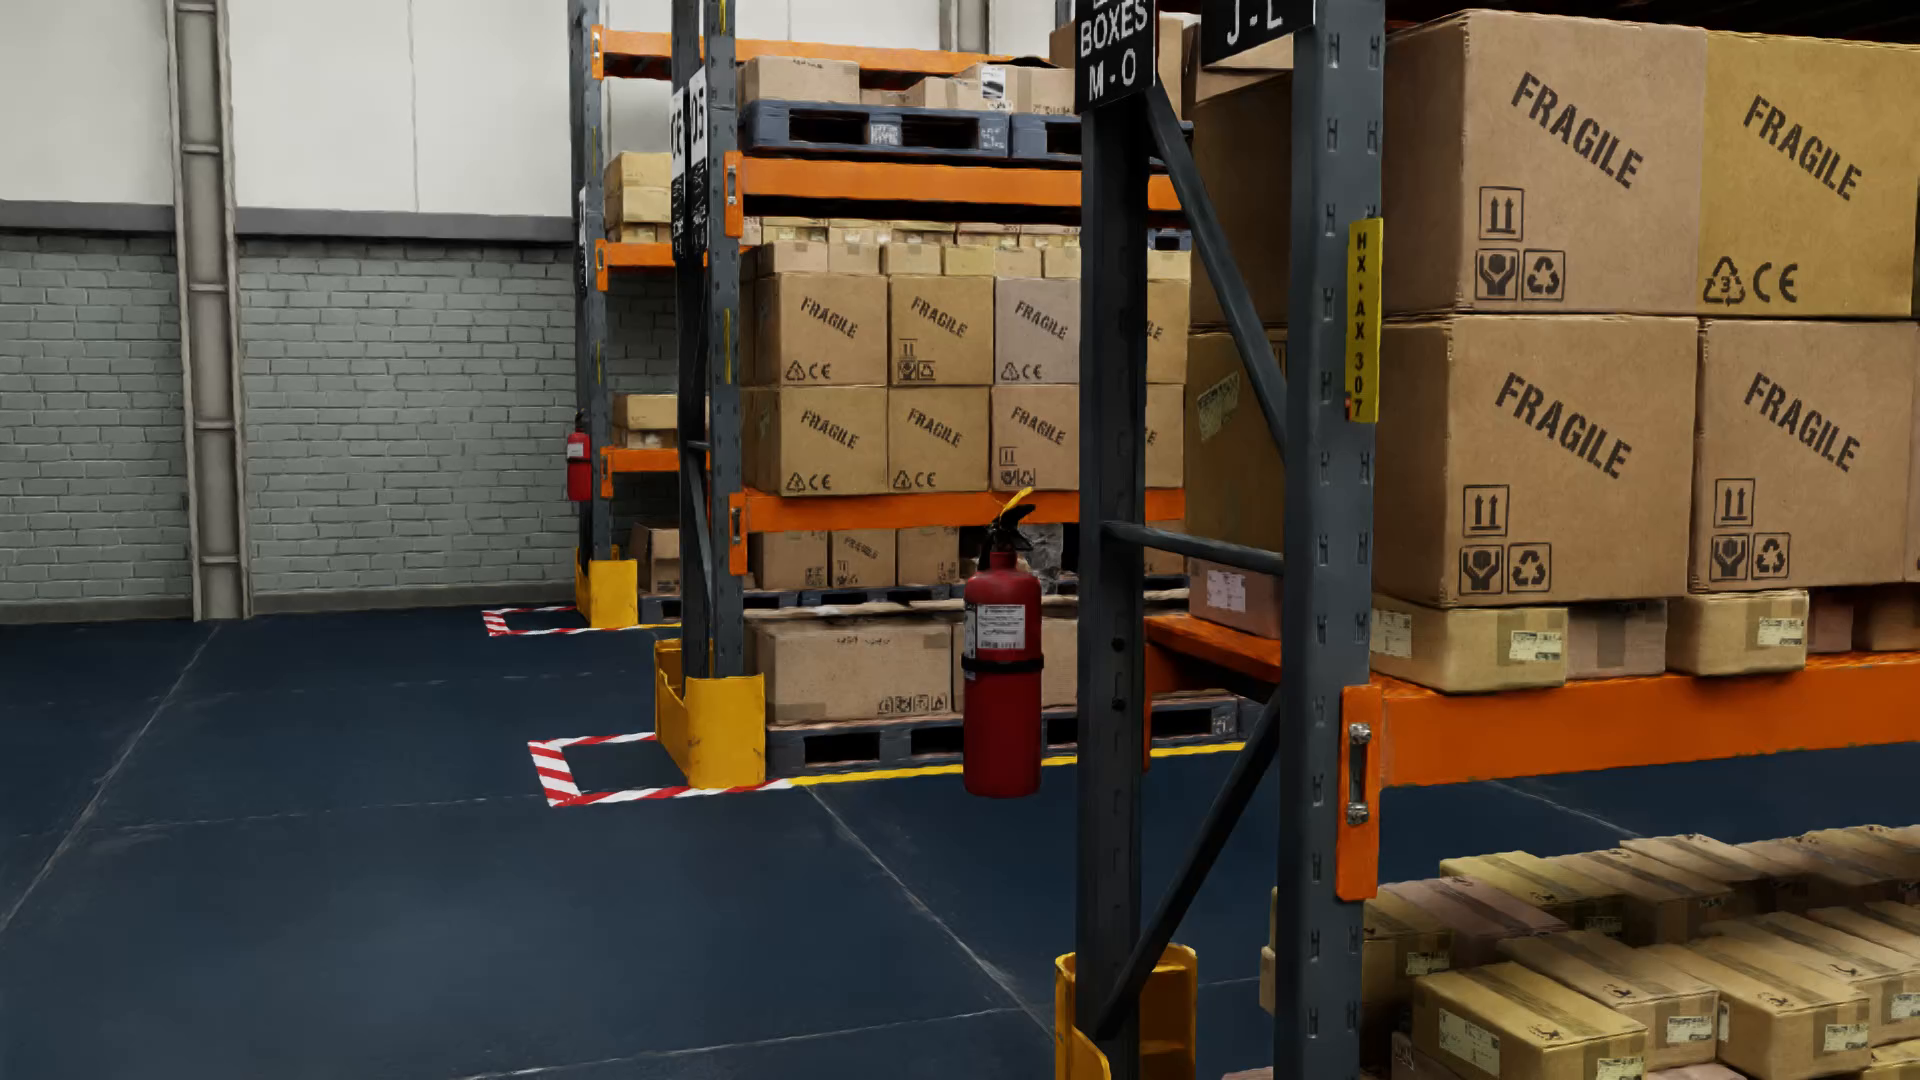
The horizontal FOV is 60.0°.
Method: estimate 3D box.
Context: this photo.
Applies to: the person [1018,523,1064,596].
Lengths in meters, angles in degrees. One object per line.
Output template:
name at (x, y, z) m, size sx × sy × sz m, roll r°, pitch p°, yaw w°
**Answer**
person at (0.459, -0.072, 10.729) m, size 0.619 × 1.812 × 0.755 m, roll -6°, pitch 8°, yaw -44°
